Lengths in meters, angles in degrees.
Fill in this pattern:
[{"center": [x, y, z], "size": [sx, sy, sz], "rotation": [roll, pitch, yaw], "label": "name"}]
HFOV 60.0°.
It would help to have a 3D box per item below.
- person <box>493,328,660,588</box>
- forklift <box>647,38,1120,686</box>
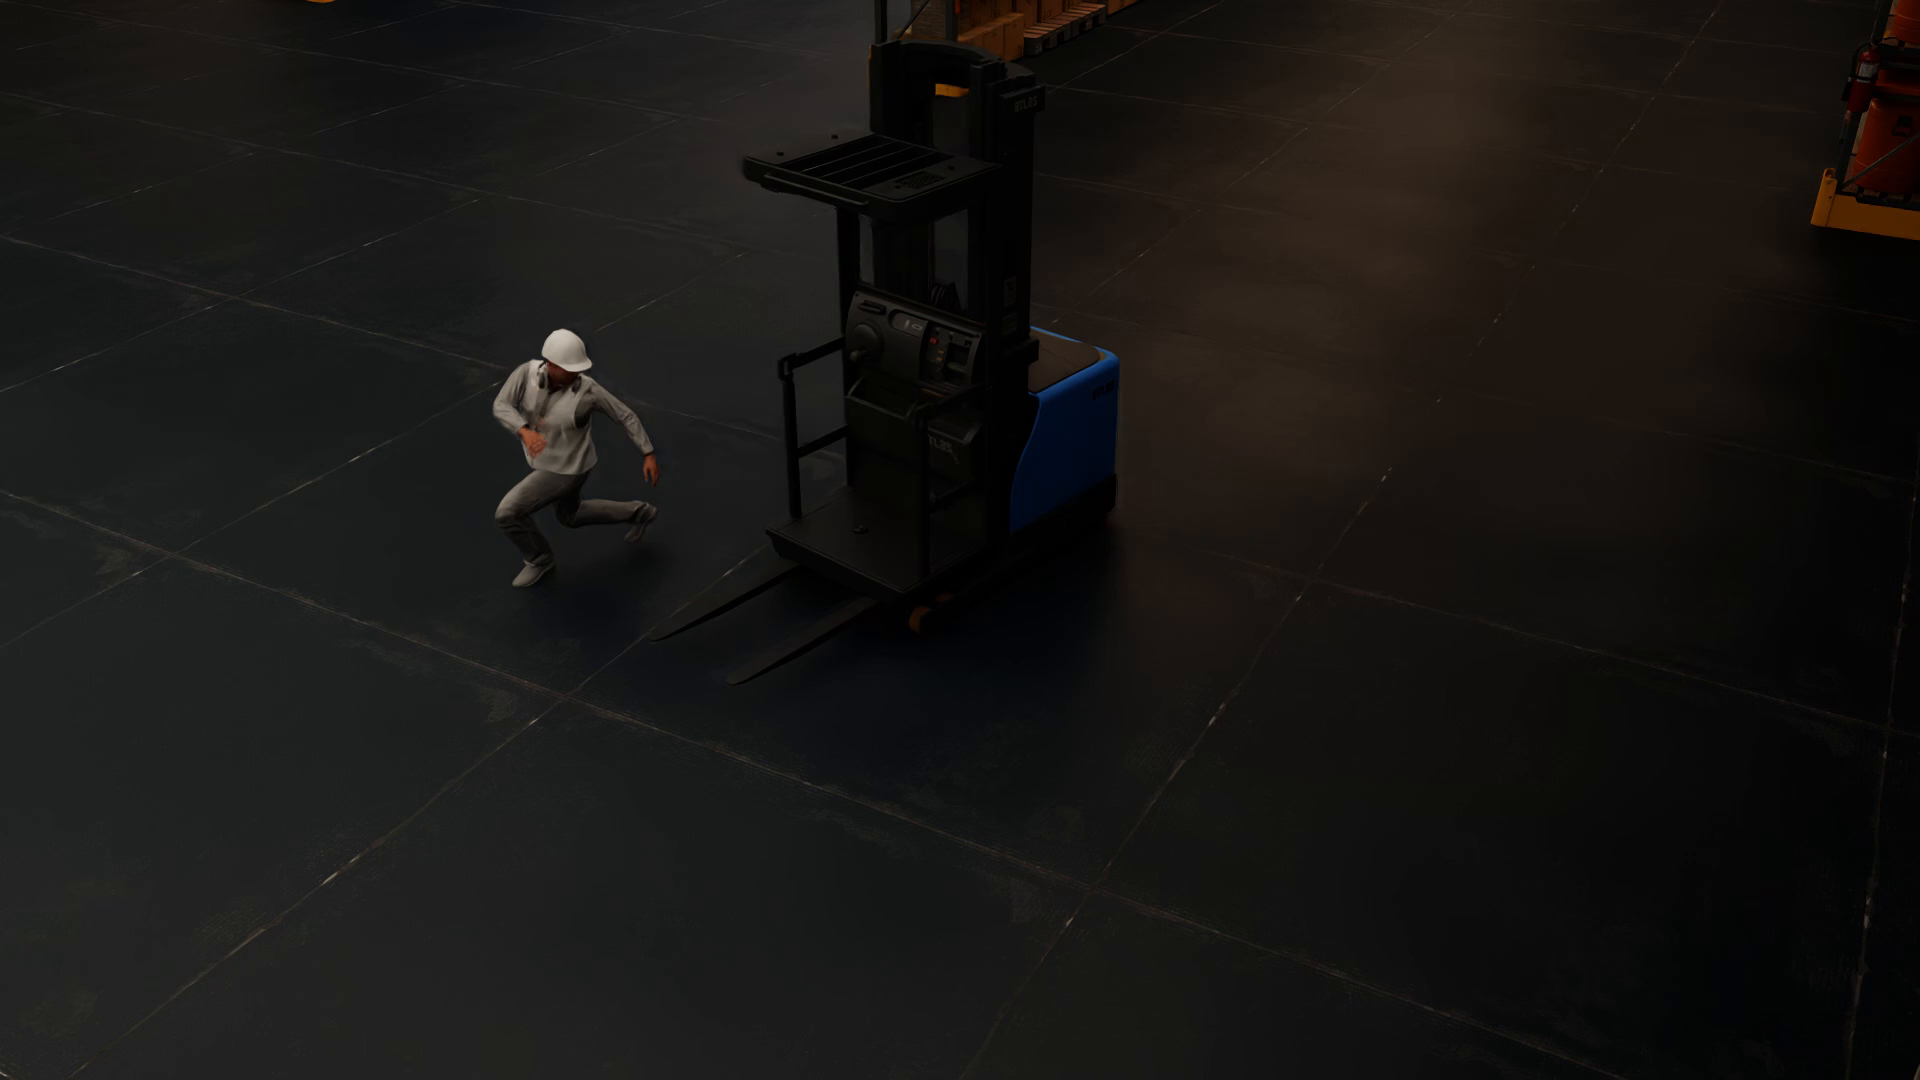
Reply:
[{"center": [-2.167, -0.479, 9.349], "size": [0.943, 1.539, 0.690], "rotation": [-22, 37, -33], "label": "person"}, {"center": [-0.394, -1.031, 8.858], "size": [1.130, 2.935, 3.031], "rotation": [23, 37, 35], "label": "forklift"}]
